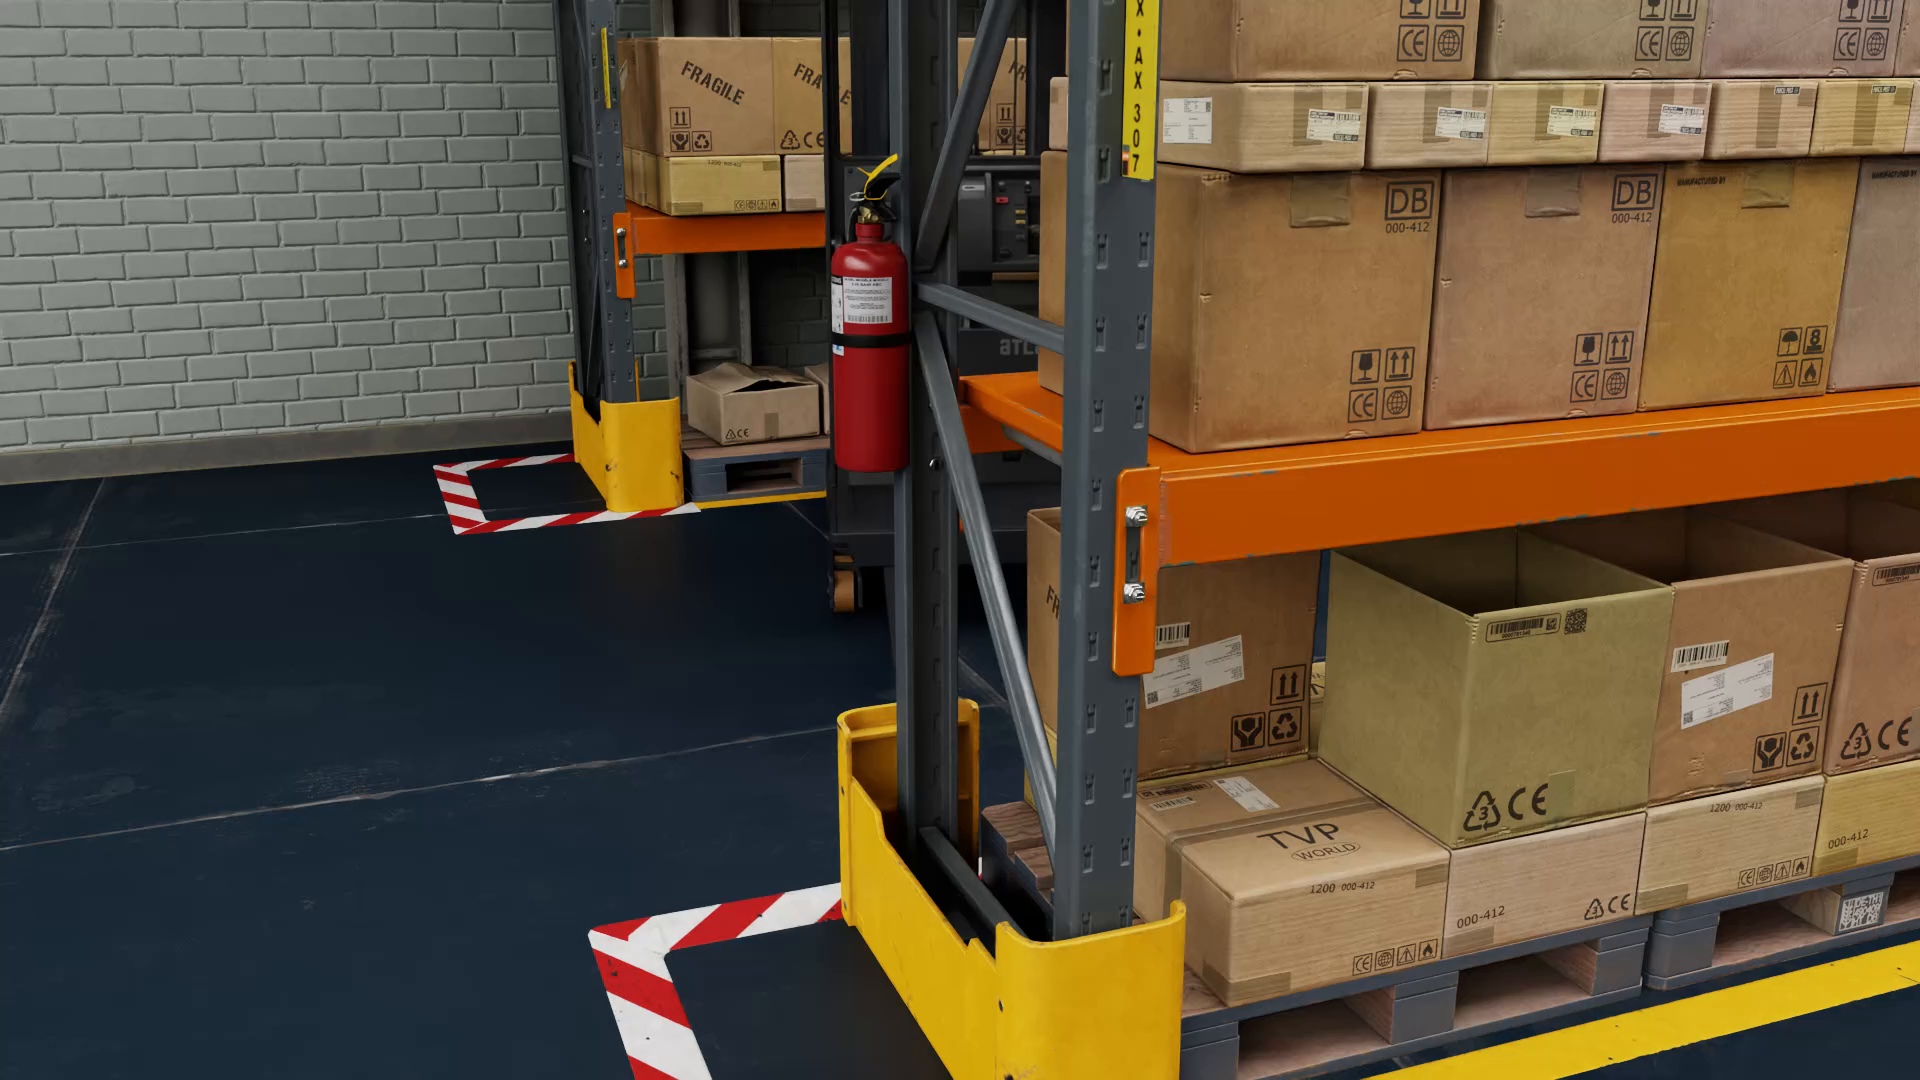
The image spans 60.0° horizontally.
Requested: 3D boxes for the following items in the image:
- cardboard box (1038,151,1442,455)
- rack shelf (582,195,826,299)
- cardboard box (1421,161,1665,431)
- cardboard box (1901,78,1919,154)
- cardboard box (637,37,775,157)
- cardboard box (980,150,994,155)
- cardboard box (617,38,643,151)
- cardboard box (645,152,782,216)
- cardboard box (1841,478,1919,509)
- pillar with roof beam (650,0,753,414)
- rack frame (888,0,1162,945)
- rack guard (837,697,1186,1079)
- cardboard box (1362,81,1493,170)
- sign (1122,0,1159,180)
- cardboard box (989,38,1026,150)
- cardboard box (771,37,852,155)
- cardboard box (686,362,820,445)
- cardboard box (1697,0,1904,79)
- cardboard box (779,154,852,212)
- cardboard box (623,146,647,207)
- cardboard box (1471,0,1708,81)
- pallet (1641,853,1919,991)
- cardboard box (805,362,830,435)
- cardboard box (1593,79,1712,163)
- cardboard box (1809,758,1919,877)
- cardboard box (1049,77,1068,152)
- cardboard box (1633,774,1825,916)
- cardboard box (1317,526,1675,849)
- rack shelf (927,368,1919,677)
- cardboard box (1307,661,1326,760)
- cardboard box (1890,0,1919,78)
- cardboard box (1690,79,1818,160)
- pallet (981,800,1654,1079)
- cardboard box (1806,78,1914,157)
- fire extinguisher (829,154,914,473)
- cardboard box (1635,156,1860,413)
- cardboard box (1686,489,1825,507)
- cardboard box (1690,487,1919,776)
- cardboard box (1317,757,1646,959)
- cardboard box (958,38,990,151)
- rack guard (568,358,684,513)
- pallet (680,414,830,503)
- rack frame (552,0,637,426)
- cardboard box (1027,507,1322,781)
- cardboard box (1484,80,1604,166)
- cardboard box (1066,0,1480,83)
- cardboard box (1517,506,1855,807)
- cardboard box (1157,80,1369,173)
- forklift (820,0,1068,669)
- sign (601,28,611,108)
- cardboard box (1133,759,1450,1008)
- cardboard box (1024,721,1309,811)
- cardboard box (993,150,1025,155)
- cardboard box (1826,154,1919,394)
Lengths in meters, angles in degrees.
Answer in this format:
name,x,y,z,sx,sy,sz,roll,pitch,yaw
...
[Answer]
name,x,y,z,sx,sy,sz,roll,pitch,yaw
cardboard box,0.526,-0.509,3.331,0.500,0.500,0.700,-6,17,-20
rack shelf,0.177,-1.577,8.421,4.000,0.370,1.077,-6,17,-20
cardboard box,1.014,-0.563,3.515,0.500,0.500,0.700,-6,17,-19
cardboard box,1.964,-0.914,3.559,0.250,0.149,0.380,-6,17,-20
cardboard box,-1.138,-1.987,7.440,0.500,0.500,0.500,-6,17,-20
cardboard box,-0.164,-1.730,7.895,0.500,0.250,0.500,-6,18,-21
cardboard box,-1.327,-2.121,7.898,0.500,0.500,0.500,-6,18,-21
cardboard box,-1.122,-1.624,7.534,0.500,0.250,0.500,-7,18,-22
cardboard box,2.529,0.140,4.101,0.500,0.500,0.500,-6,17,-20
pillar with roof beam,0.194,-3.764,3.946,0.400,9.000,9.100,-6,17,-20
rack frame,0.085,-0.417,3.196,0.127,3.000,1.000,-6,17,-20
rack guard,0.063,0.784,3.540,0.348,0.500,1.175,-6,17,-20
cardboard box,0.774,-0.787,3.125,0.250,0.149,0.380,-7,18,-22
sign,0.278,-0.724,2.563,0.005,0.325,0.100,-6,17,-20
cardboard box,0.290,-2.140,7.961,0.500,0.500,0.500,-6,17,-18
cardboard box,-0.673,-2.034,7.601,0.500,0.500,0.500,-6,17,-20
cardboard box,-1.013,-0.687,8.107,0.500,0.311,0.500,-8,18,-26
cardboard box,1.535,-1.242,3.525,0.500,0.500,0.700,-6,17,-20
cardboard box,-0.642,-1.680,7.725,0.500,0.250,0.500,-7,18,-22
cardboard box,-1.324,-1.756,7.985,0.500,0.250,0.500,-6,17,-19
cardboard box,1.064,-1.191,3.351,0.500,0.500,0.700,-7,18,-22
pallet,1.922,0.710,4.304,1.213,0.211,1.003,-6,17,-20
cardboard box,-0.480,-0.745,8.302,0.500,0.311,0.500,-5,17,-15
cardboard box,1.244,-0.836,3.294,0.250,0.149,0.380,-6,18,-21
cardboard box,2.067,0.554,4.022,0.500,0.250,0.500,-6,17,-20
cardboard box,0.374,-0.865,3.392,0.250,0.149,0.380,-6,18,-21
cardboard box,1.598,0.603,3.855,0.500,0.250,0.500,-6,17,-20
cardboard box,1.132,0.294,3.577,0.500,0.500,0.500,-6,17,-20
rack shelf,1.953,-0.274,3.984,4.000,0.370,1.077,-6,17,-20
cardboard box,0.943,0.515,4.155,0.500,0.250,0.500,-6,17,-20
cardboard box,2.002,-1.293,3.697,0.500,0.500,0.700,-6,17,-20
cardboard box,1.492,-0.864,3.388,0.250,0.149,0.380,-7,18,-22
pallet,0.784,0.832,3.889,1.213,0.211,1.003,-6,17,-20
cardboard box,1.730,-0.890,3.476,0.250,0.149,0.380,-6,18,-21
fire extinguisher,-0.192,-0.491,3.582,0.183,0.674,0.296,-6,17,-20
cardboard box,1.480,-0.612,3.681,0.500,0.500,0.700,-6,17,-20
cardboard box,1.875,0.053,4.396,0.500,0.500,0.500,-6,17,-20
cardboard box,2.067,0.195,3.916,0.500,0.500,0.500,-6,17,-20
cardboard box,1.131,0.653,3.684,0.500,0.250,0.500,-6,17,-20
cardboard box,-0.188,-2.084,7.773,0.500,0.500,0.500,-7,18,-22
rack guard,-1.620,-0.529,8.011,0.348,0.500,1.175,-6,17,-20
pallet,-0.849,-0.463,8.299,1.213,0.211,1.003,-6,17,-20
rack frame,-1.691,-1.720,7.633,0.127,3.000,1.000,-6,17,-20
cardboard box,0.479,0.208,3.869,0.500,0.500,0.500,-6,17,-20
cardboard box,1.007,-0.812,3.210,0.250,0.149,0.380,-6,17,-20
cardboard box,0.575,-1.137,3.166,0.500,0.500,0.700,-6,17,-20
cardboard box,1.594,0.240,3.760,0.500,0.500,0.500,-6,17,-20
cardboard box,0.528,-0.760,3.032,0.250,0.149,0.380,-6,18,-20
forklift,0.047,-1.229,6.082,1.130,2.935,3.031,-1,16,-4
sign,-1.497,-1.993,7.025,0.005,0.325,0.100,-6,17,-20
cardboard box,0.665,0.705,3.509,0.500,0.250,0.500,-6,17,-20
cardboard box,0.480,0.569,3.973,0.500,0.250,0.500,-6,17,-20
cardboard box,0.309,-1.780,8.066,0.500,0.250,0.500,-6,17,-20
cardboard box,1.970,-0.666,3.865,0.500,0.500,0.700,-6,17,-18
